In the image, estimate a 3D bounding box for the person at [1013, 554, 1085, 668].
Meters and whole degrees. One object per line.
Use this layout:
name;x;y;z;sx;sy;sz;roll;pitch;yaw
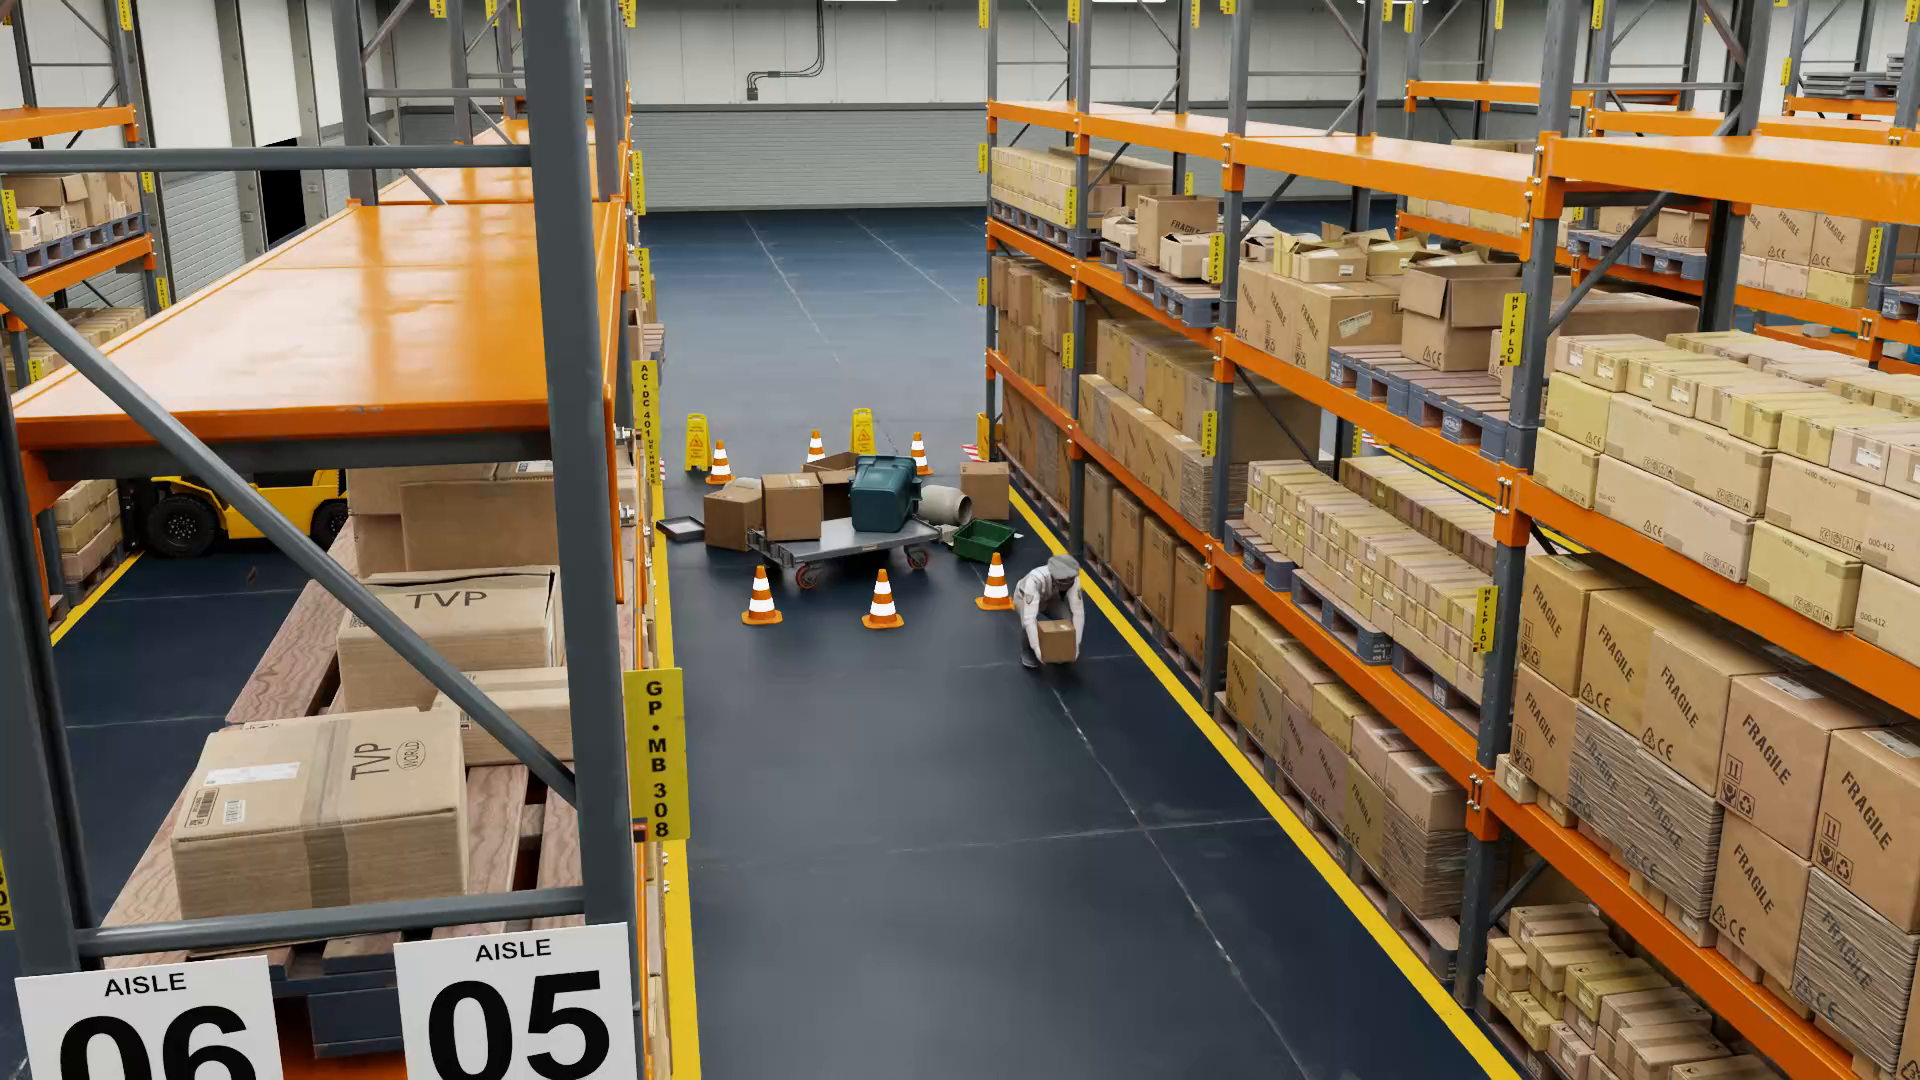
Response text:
person;0.692;0.524;12.997;0.488;0.975;0.820;-3;17;-11
